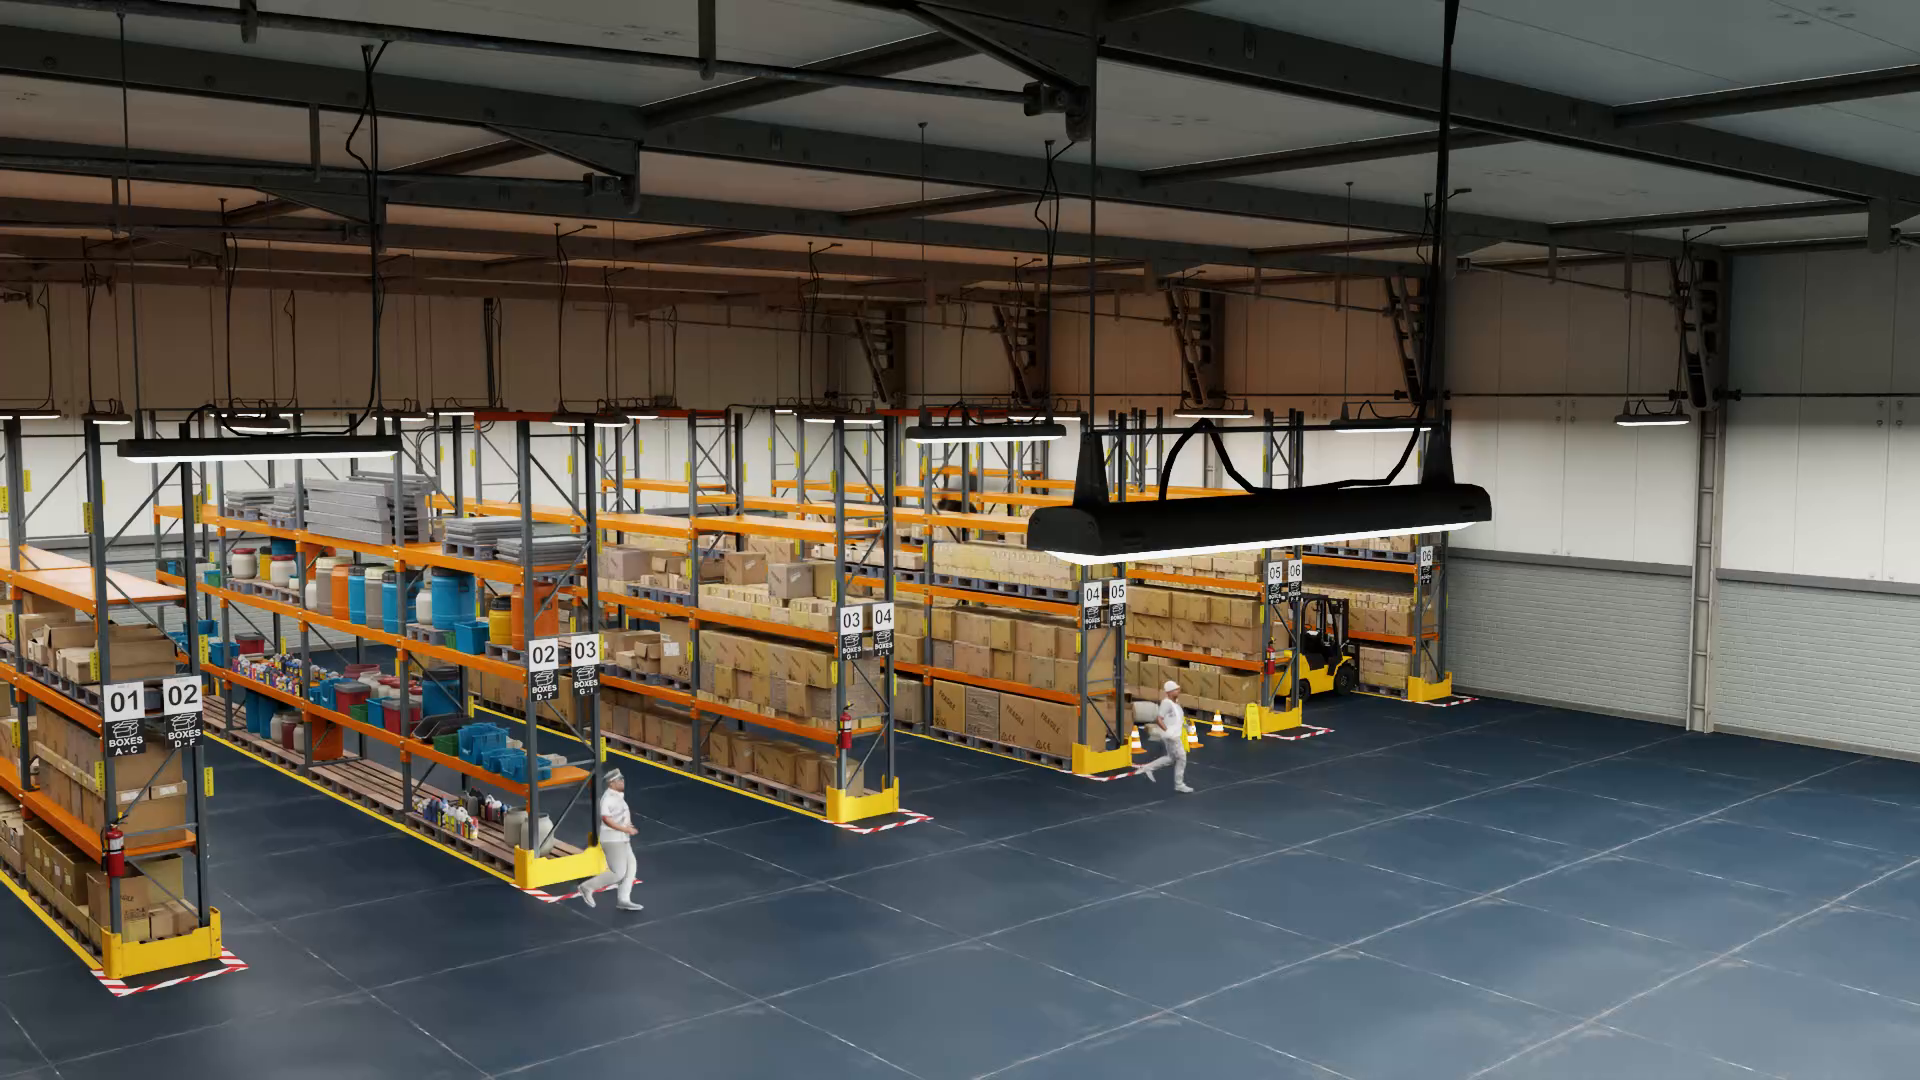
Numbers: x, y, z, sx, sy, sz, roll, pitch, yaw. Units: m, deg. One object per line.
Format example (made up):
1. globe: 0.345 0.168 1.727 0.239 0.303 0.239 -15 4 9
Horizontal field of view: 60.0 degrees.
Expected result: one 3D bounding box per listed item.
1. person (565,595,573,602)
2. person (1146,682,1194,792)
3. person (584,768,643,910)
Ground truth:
1. person: -9.337 2.010 39.822 0.674 1.651 0.577 1 5 11
2. person: 3.352 3.125 26.526 0.779 1.748 0.715 1 5 15
3. person: -4.260 3.675 20.446 0.703 1.752 0.690 -1 5 -7
